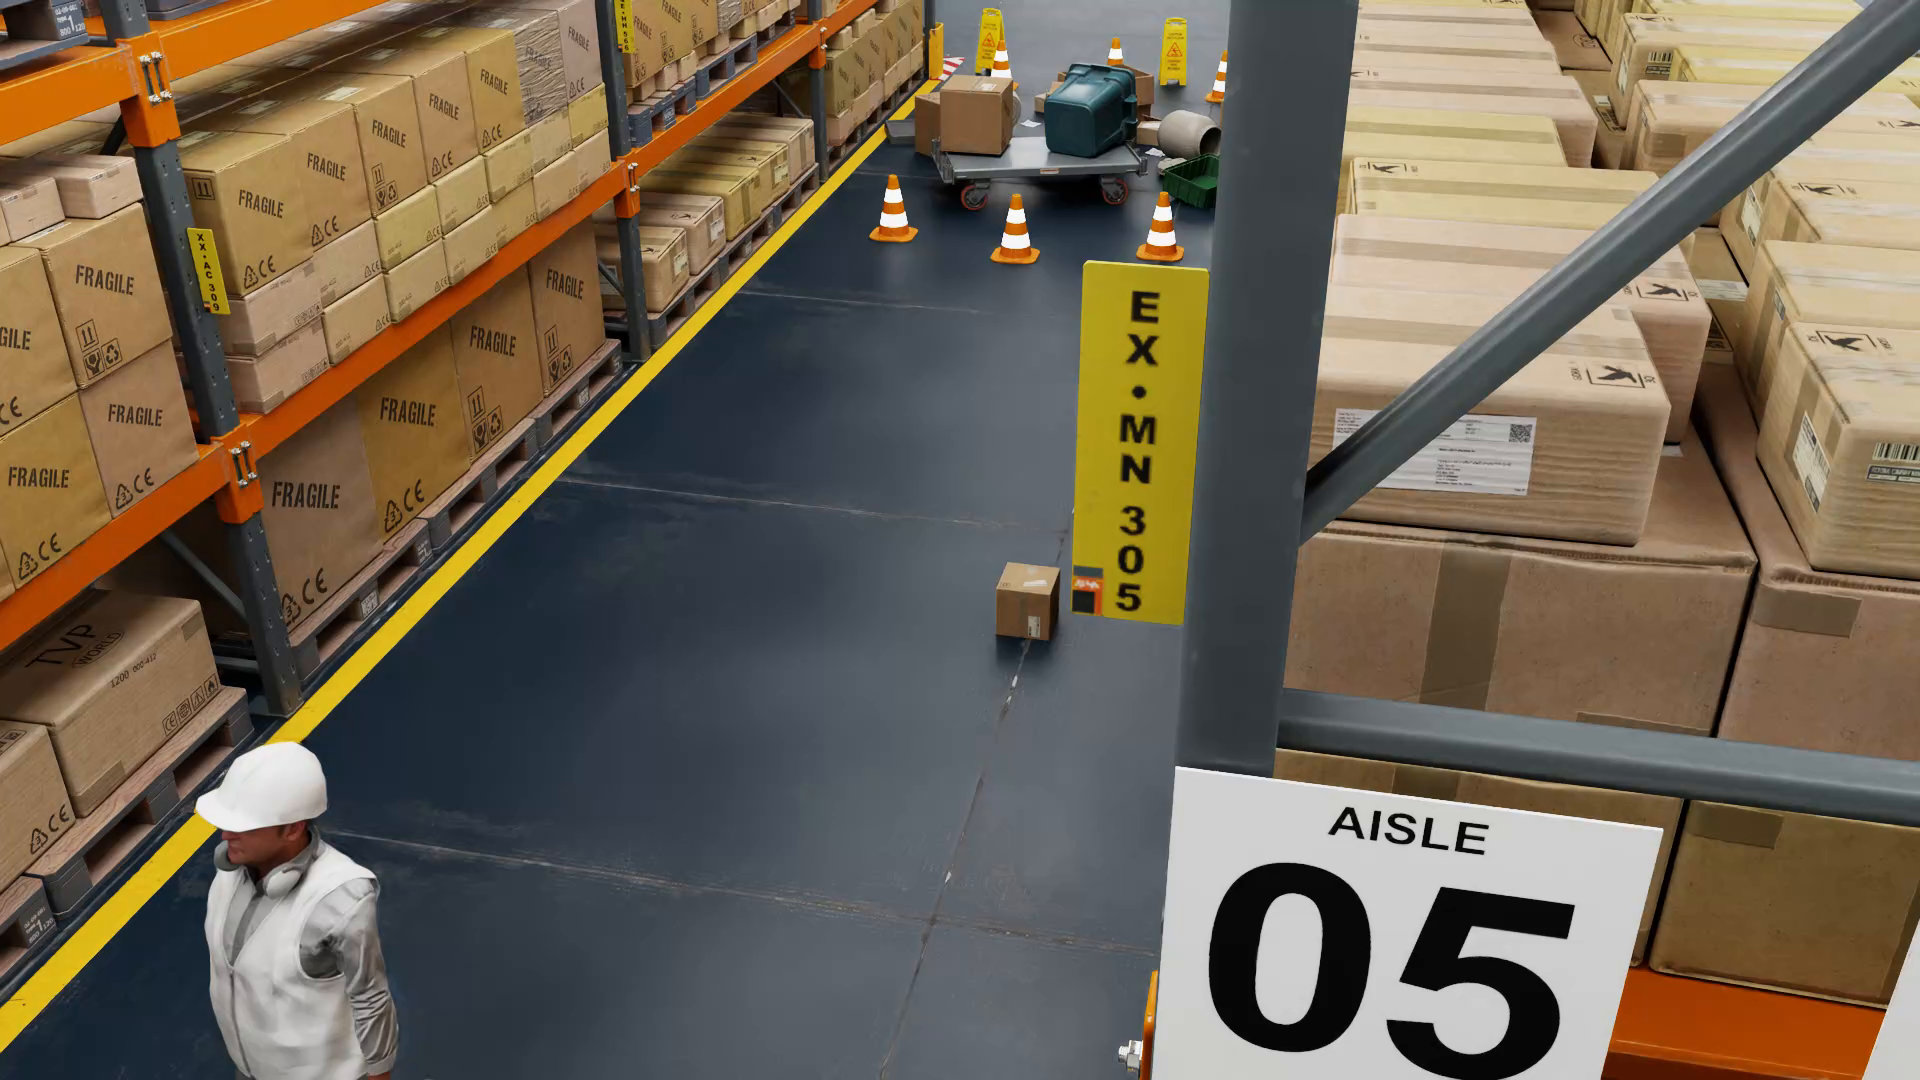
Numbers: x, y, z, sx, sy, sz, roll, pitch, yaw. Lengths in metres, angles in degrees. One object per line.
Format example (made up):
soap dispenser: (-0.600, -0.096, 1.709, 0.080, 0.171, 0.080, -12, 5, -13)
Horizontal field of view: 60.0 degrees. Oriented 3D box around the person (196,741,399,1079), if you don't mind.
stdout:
person: (-1.637, 1.253, 4.264, 0.539, 1.756, 0.647, 18, 33, 29)
